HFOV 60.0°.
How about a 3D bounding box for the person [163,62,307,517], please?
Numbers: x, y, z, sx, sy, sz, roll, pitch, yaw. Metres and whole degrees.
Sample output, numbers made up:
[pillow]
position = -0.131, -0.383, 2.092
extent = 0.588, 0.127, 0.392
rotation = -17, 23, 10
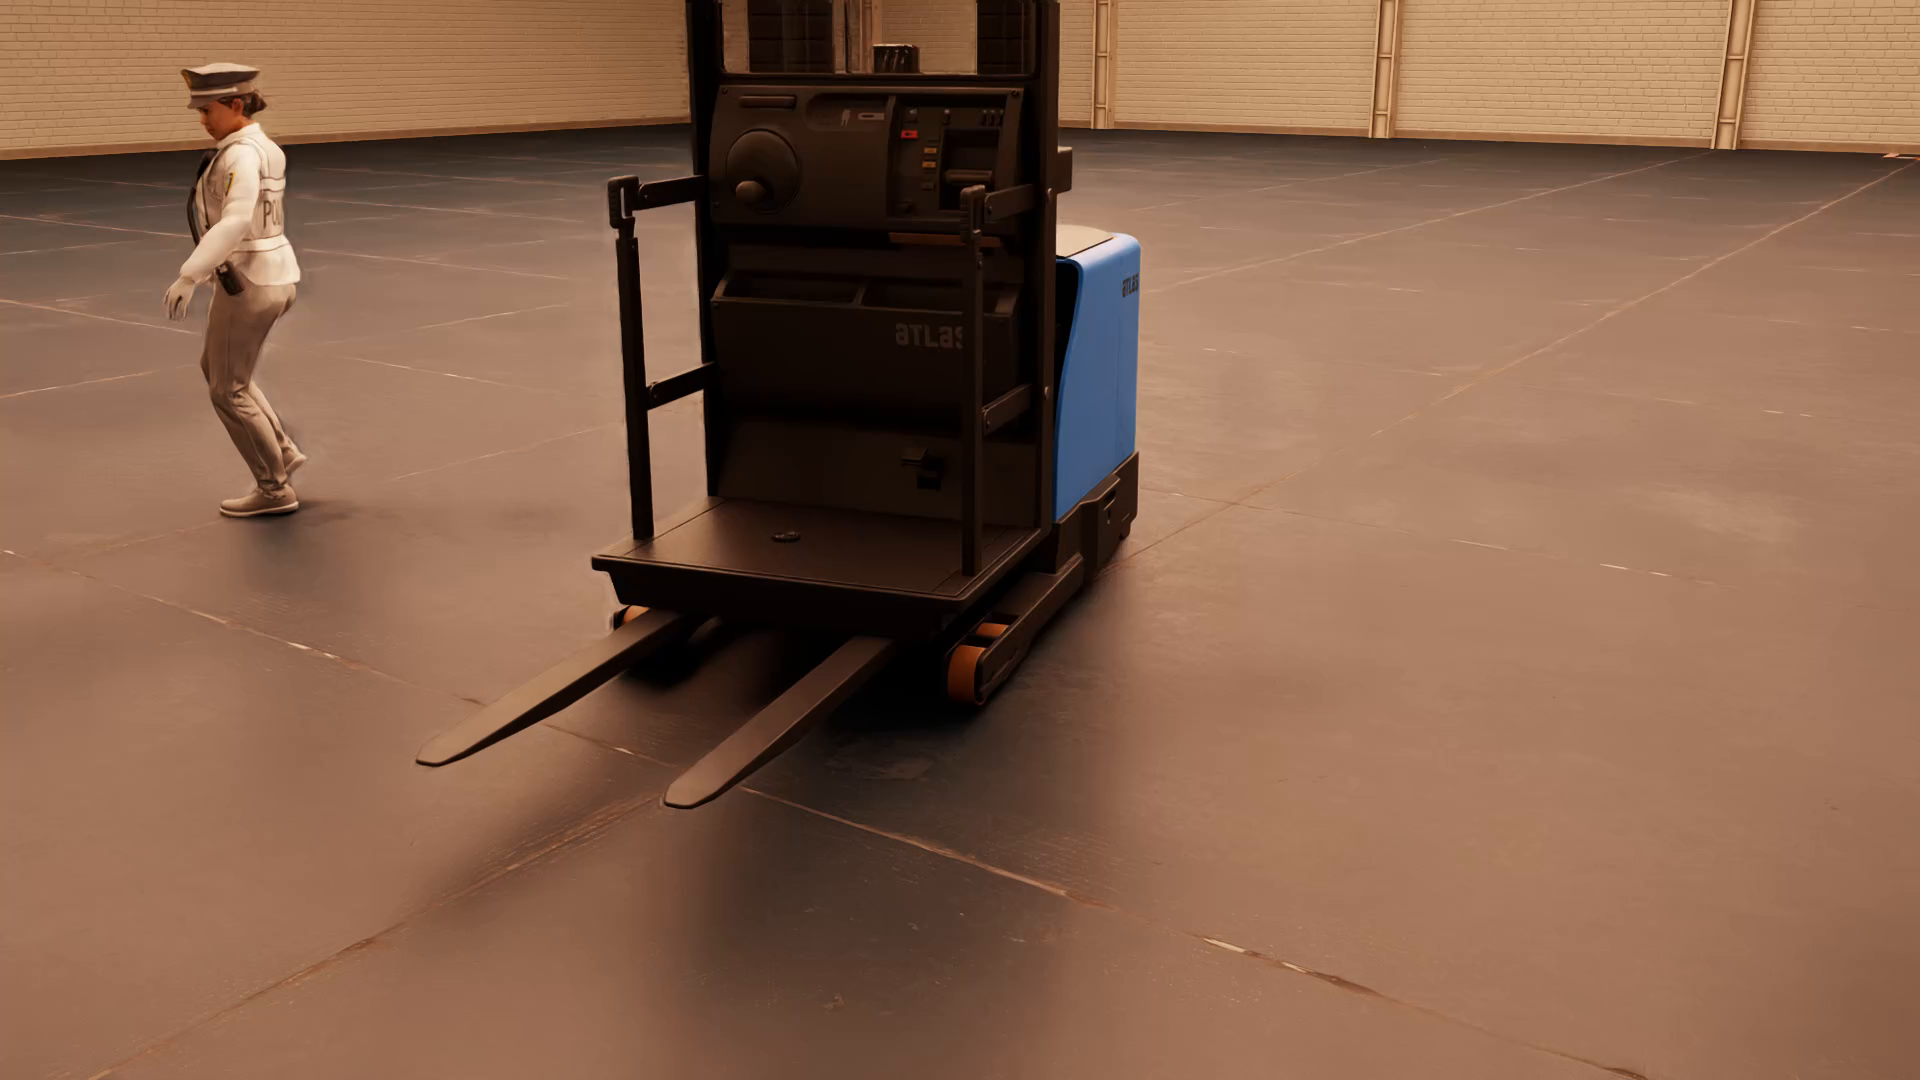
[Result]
[person]
position = -2.654, -0.880, 6.072
extent = 0.440, 1.660, 0.750
rotation = -1, 17, -4

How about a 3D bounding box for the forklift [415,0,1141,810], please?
[forklift]
position = -0.343, -1.090, 4.477
extent = 1.130, 2.935, 3.031
rotation = 6, 18, 19
